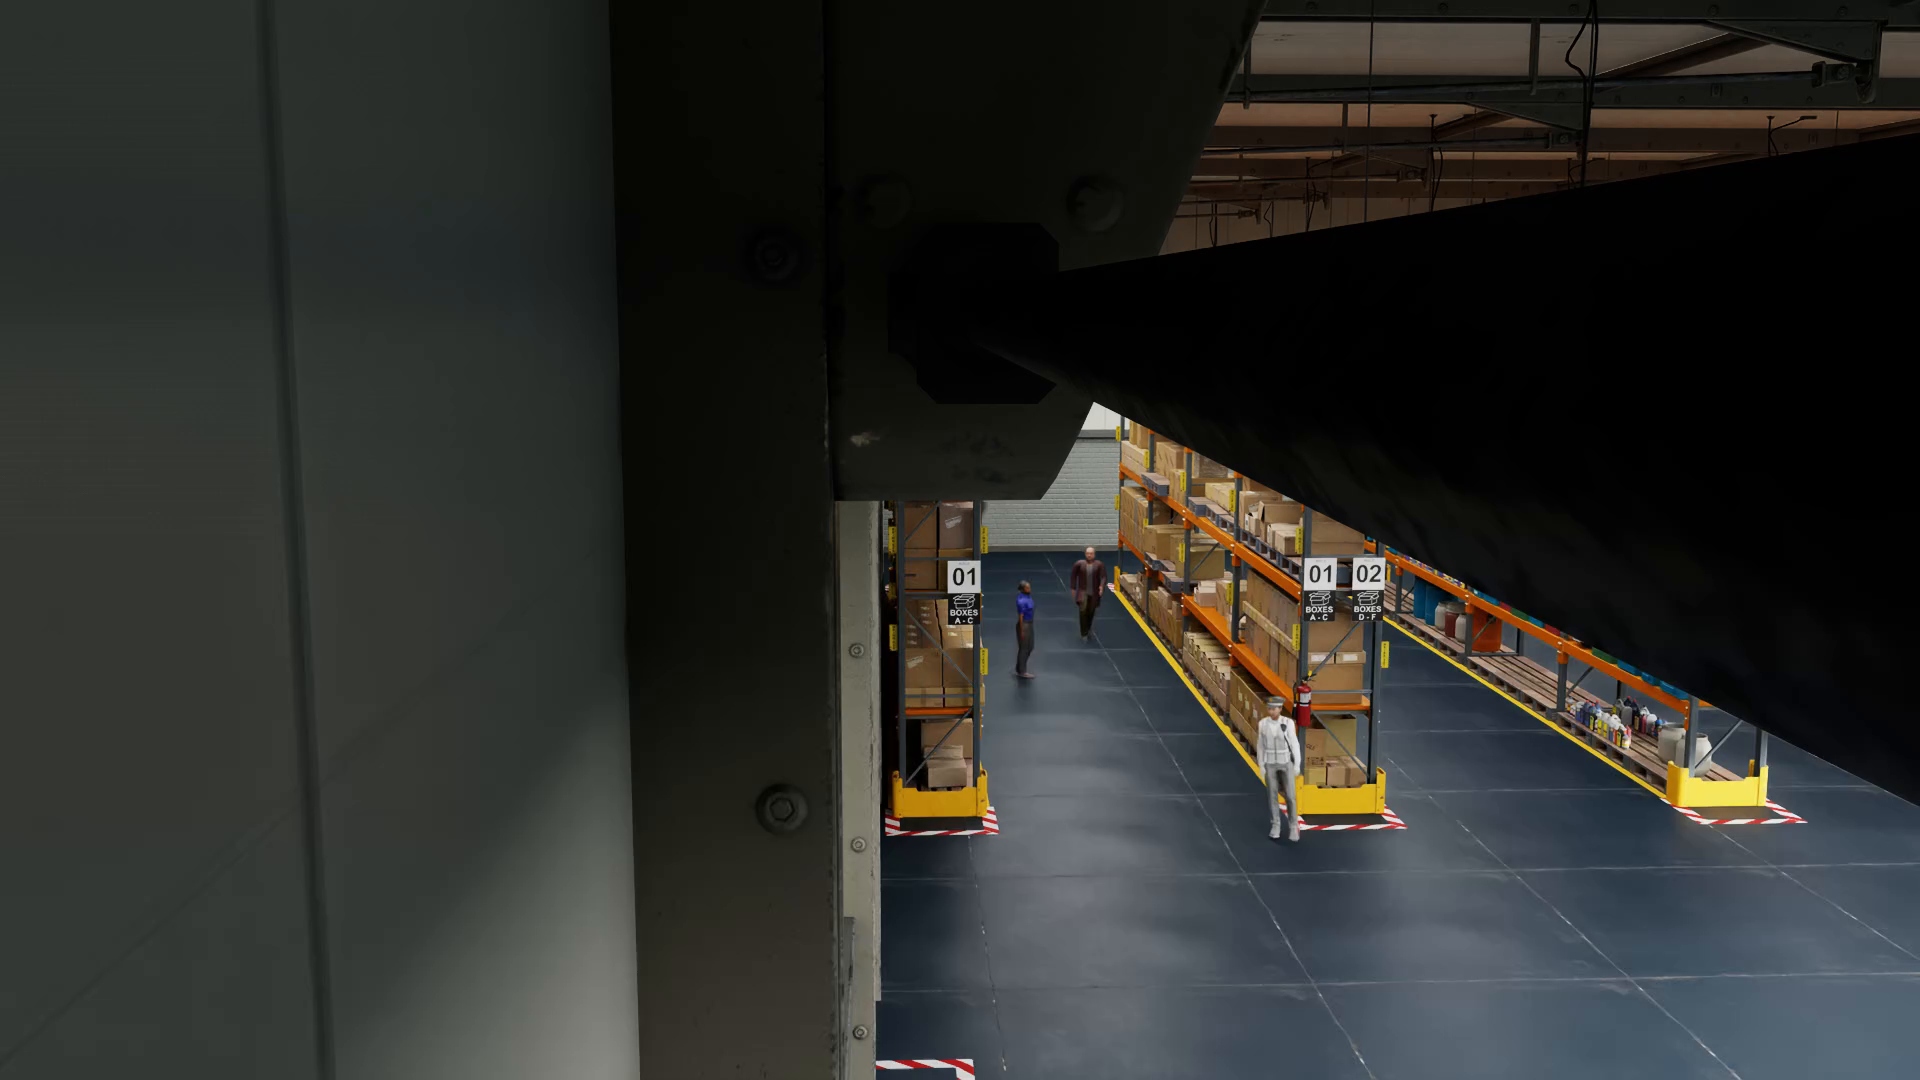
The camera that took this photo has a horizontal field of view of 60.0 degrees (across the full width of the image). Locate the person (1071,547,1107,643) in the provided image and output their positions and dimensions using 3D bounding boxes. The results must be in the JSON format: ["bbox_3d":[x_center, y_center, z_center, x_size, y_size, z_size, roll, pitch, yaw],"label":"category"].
[{"bbox_3d":[2.417,1.030,31.191,0.660,1.814,0.936,0,8,-2],"label":"person"}]

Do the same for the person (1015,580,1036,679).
[{"bbox_3d":[1.097,1.498,28.037,0.412,1.677,0.517,4,9,23],"label":"person"}]

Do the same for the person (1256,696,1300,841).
[{"bbox_3d":[3.776,2.692,19.703,0.554,1.722,0.350,3,9,18],"label":"person"}]
